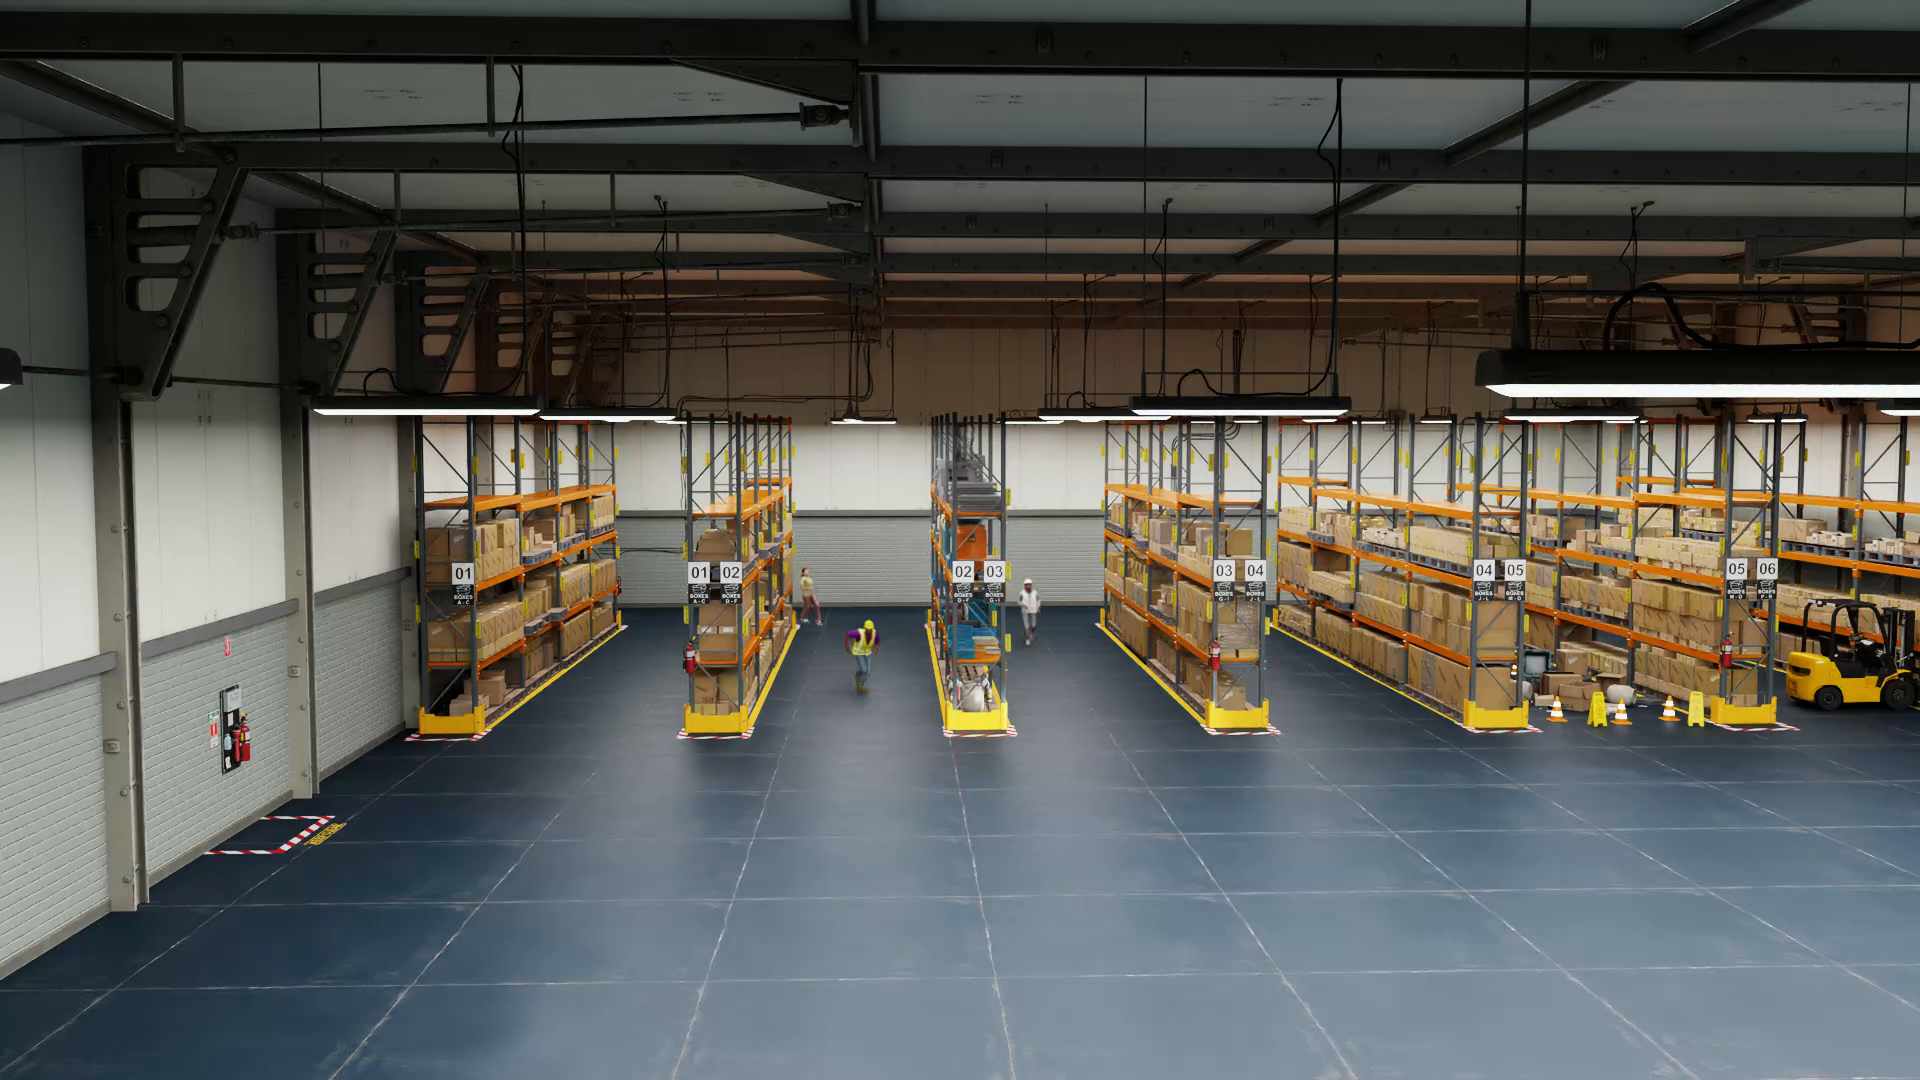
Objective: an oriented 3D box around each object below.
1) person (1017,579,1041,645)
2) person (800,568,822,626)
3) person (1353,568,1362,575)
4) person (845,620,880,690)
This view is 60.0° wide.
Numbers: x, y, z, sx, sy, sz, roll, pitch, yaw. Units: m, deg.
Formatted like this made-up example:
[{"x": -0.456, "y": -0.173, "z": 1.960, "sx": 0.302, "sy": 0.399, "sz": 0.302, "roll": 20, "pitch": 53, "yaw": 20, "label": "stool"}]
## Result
[{"x": 1.817, "y": 1.894, "z": 43.591, "sx": 0.653, "sy": 1.731, "sz": 0.569, "roll": 0, "pitch": 4, "yaw": -6, "label": "person"}, {"x": -4.389, "y": 1.640, "z": 47.997, "sx": 0.854, "sy": 1.661, "sz": 0.571, "roll": 3, "pitch": 5, "yaw": 36, "label": "person"}, {"x": 11.358, "y": 1.642, "z": 47.554, "sx": 0.587, "sy": 1.744, "sz": 0.832, "roll": -2, "pitch": 4, "yaw": -26, "label": "person"}, {"x": -2.099, "y": 2.497, "z": 35.813, "sx": 0.735, "sy": 1.577, "sz": 0.836, "roll": -2, "pitch": 4, "yaw": -27, "label": "person"}]
